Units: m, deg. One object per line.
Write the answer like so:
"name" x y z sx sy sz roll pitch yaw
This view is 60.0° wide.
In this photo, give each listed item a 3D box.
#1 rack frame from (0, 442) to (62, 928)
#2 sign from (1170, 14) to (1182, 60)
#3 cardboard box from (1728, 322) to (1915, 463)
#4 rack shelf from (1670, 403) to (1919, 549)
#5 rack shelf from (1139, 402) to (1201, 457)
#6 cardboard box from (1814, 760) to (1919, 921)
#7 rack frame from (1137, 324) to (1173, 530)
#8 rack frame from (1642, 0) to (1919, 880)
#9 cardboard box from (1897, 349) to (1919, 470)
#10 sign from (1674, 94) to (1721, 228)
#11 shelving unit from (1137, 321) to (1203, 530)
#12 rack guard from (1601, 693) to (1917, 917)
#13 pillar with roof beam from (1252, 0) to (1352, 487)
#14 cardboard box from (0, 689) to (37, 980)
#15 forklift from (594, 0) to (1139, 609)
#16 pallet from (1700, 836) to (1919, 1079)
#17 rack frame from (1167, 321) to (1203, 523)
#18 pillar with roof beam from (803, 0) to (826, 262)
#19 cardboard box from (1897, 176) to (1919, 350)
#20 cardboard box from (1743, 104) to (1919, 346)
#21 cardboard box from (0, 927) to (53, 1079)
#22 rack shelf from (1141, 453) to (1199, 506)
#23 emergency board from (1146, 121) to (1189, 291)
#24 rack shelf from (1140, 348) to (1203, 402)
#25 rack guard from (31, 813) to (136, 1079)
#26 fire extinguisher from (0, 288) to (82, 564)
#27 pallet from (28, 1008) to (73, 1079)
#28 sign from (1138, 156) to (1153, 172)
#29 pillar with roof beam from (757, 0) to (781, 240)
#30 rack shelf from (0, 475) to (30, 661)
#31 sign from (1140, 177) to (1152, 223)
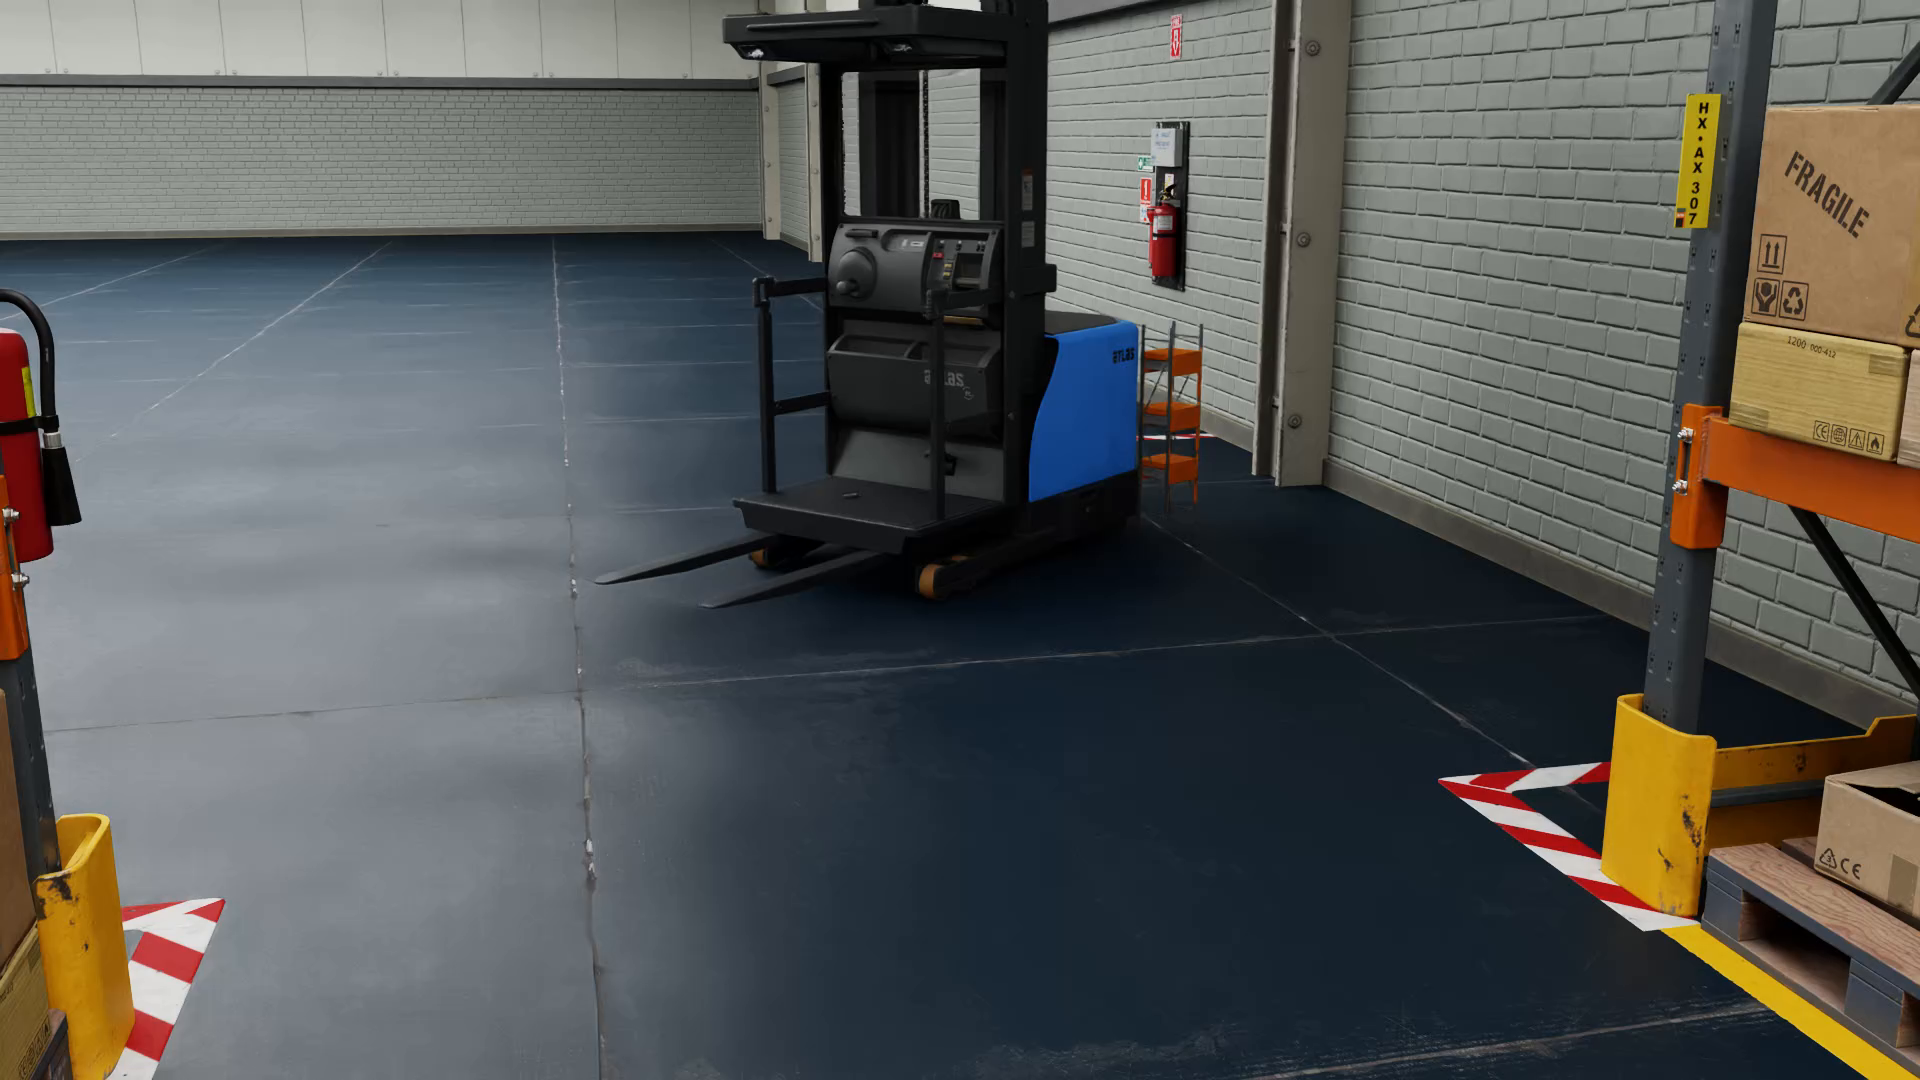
"rack frame" -2.447 -0.276 3.235 1.000 3.000 0.127 -3 14 -13
"sign" 1.515 -3.529 11.668 0.001 0.298 0.199 -3 14 -13
"cardboard box" 2.173 -0.359 3.851 0.500 0.250 0.500 -4 14 -15
"rack shelf" 2.837 0.258 2.565 1.077 0.370 4.000 -3 14 -13
"rack shelf" 1.093 -0.590 8.673 0.240 0.259 0.215 -13 19 -42
"cardboard box" 2.442 0.704 3.962 0.500 0.311 0.500 -5 15 -20
"rack frame" 1.005 -0.580 8.588 0.008 1.050 0.200 -13 19 -42
"rack frame" 2.367 -0.553 4.369 1.000 3.000 0.127 -3 14 -13
"cardboard box" 2.309 -0.240 3.364 0.500 0.250 0.500 -4 14 -15
"sign" 1.840 -0.943 4.142 0.100 0.325 0.005 -3 14 -13
"shelving unit" 1.093 -0.600 8.670 0.252 1.050 0.215 -13 19 -42
"rack guard" 2.385 0.679 4.593 1.175 0.500 0.348 -3 14 -13
"pillar with roof beam" -2.222 -4.498 7.876 9.100 9.000 0.400 -3 14 -13
"cardboard box" -2.032 0.599 2.984 0.500 0.500 0.500 -3 14 -13
"forklift" -0.344 -1.283 7.504 1.130 2.935 3.031 10 17 35
"pallet" 2.541 1.009 3.853 1.003 0.211 1.213 -3 14 -13
"rack frame" 1.181 -0.620 8.752 0.008 1.050 0.200 -13 19 -42
"pillar with roof beam" -6.449 -8.650 24.873 9.100 9.000 0.400 -3 14 -13
"cardboard box" 2.293 -0.612 3.307 0.500 0.500 0.500 -3 14 -13
"cardboard box" 2.187 -0.727 3.776 0.500 0.500 0.500 -3 14 -13
"cardboard box" -2.034 0.963 3.072 0.500 0.250 0.500 -3 14 -13
"rack shelf" 1.093 -0.320 8.739 0.240 0.259 0.215 -13 19 -42
"emergency board" 1.420 -2.396 11.913 0.194 1.169 0.643 -3 14 -13
"rack shelf" 1.093 -0.865 8.605 0.240 0.259 0.215 -13 19 -42
"rack guard" -2.453 0.933 3.554 1.175 0.500 0.348 -3 14 -13
"fire extinguisher" -2.024 -0.291 3.462 0.296 0.674 0.183 -3 14 -13
"pallet" -2.227 1.253 2.853 1.003 0.211 1.213 -3 14 -13
"sign" 1.383 -2.802 12.385 0.001 0.109 0.331 -3 14 -13
"pillar with roof beam" -7.858 -10.034 30.539 9.100 9.000 0.400 -3 14 -13
"rack shelf" -1.978 0.535 1.432 1.077 0.370 4.000 -3 14 -13
"sign" 1.390 -2.546 12.454 0.001 0.329 0.234 -3 14 -13
